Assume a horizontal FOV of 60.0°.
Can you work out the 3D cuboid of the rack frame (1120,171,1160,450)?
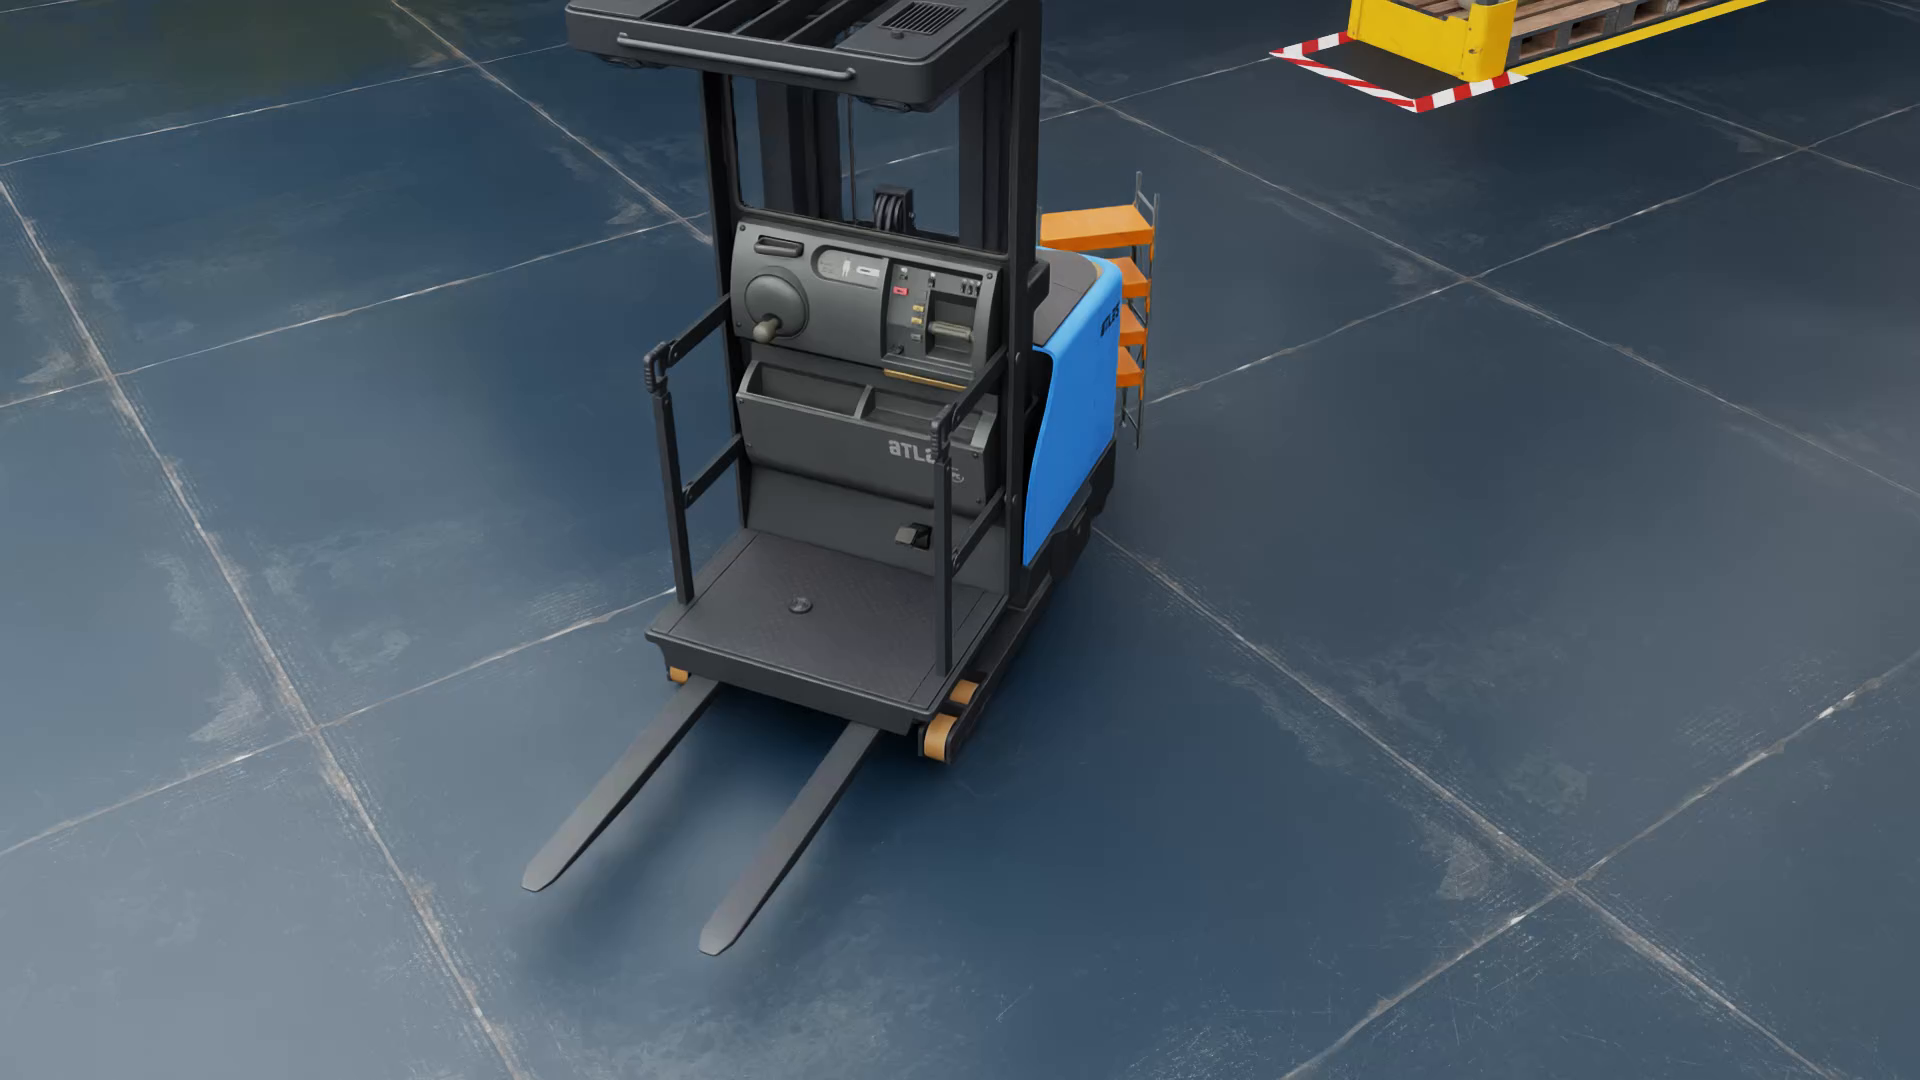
[{"bbox_3d":[0.758,-0.948,7.041,0.015,1.200,0.240,-8,37,-11],"label":"rack frame"}]

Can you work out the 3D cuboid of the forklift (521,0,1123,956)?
[{"bbox_3d":[-0.404,-0.716,5.235,1.130,2.935,3.031,14,38,19],"label":"forklift"}]

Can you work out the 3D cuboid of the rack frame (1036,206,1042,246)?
[{"bbox_3d":[0.284,-0.880,6.945,0.015,1.200,0.240,-8,37,-11],"label":"rack frame"}]

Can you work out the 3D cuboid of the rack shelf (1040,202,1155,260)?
[{"bbox_3d":[0.521,-1.233,6.764,0.480,0.148,0.258,-8,37,-11],"label":"rack shelf"}]

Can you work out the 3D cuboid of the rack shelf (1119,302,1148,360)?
[{"bbox_3d":[0.521,-0.859,7.032,0.480,0.148,0.258,-8,37,-11],"label":"rack shelf"}]

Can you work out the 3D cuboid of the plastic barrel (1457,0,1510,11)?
[{"bbox_3d":[3.628,-3.917,11.398,0.421,0.512,0.421,0,36,0],"label":"plastic barrel"}]

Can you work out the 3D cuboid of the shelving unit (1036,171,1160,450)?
[{"bbox_3d":[0.521,-0.914,6.993,0.503,1.200,0.258,-8,37,-11],"label":"shelving unit"}]

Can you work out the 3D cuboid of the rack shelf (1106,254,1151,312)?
[{"bbox_3d":[0.521,-1.041,6.902,0.480,0.148,0.258,-8,37,-11],"label":"rack shelf"}]

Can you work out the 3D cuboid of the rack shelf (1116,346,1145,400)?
[{"bbox_3d":[0.521,-0.698,7.148,0.480,0.148,0.258,-8,37,-11],"label":"rack shelf"}]

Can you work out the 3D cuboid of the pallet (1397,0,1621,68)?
[{"bbox_3d":[3.836,-3.685,11.693,1.213,0.211,1.003,-22,41,-28],"label":"pallet"}]

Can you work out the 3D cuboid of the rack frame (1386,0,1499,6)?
[{"bbox_3d":[3.134,-4.498,10.436,0.127,3.000,1.000,-22,41,-28],"label":"rack frame"}]

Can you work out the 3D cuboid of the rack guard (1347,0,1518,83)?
[{"bbox_3d":[3.169,-3.532,11.232,0.348,0.500,1.175,-22,41,-28],"label":"rack guard"}]

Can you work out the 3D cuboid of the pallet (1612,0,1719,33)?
[{"bbox_3d":[4.833,-4.093,12.260,1.213,0.211,1.003,-22,41,-28],"label":"pallet"}]
